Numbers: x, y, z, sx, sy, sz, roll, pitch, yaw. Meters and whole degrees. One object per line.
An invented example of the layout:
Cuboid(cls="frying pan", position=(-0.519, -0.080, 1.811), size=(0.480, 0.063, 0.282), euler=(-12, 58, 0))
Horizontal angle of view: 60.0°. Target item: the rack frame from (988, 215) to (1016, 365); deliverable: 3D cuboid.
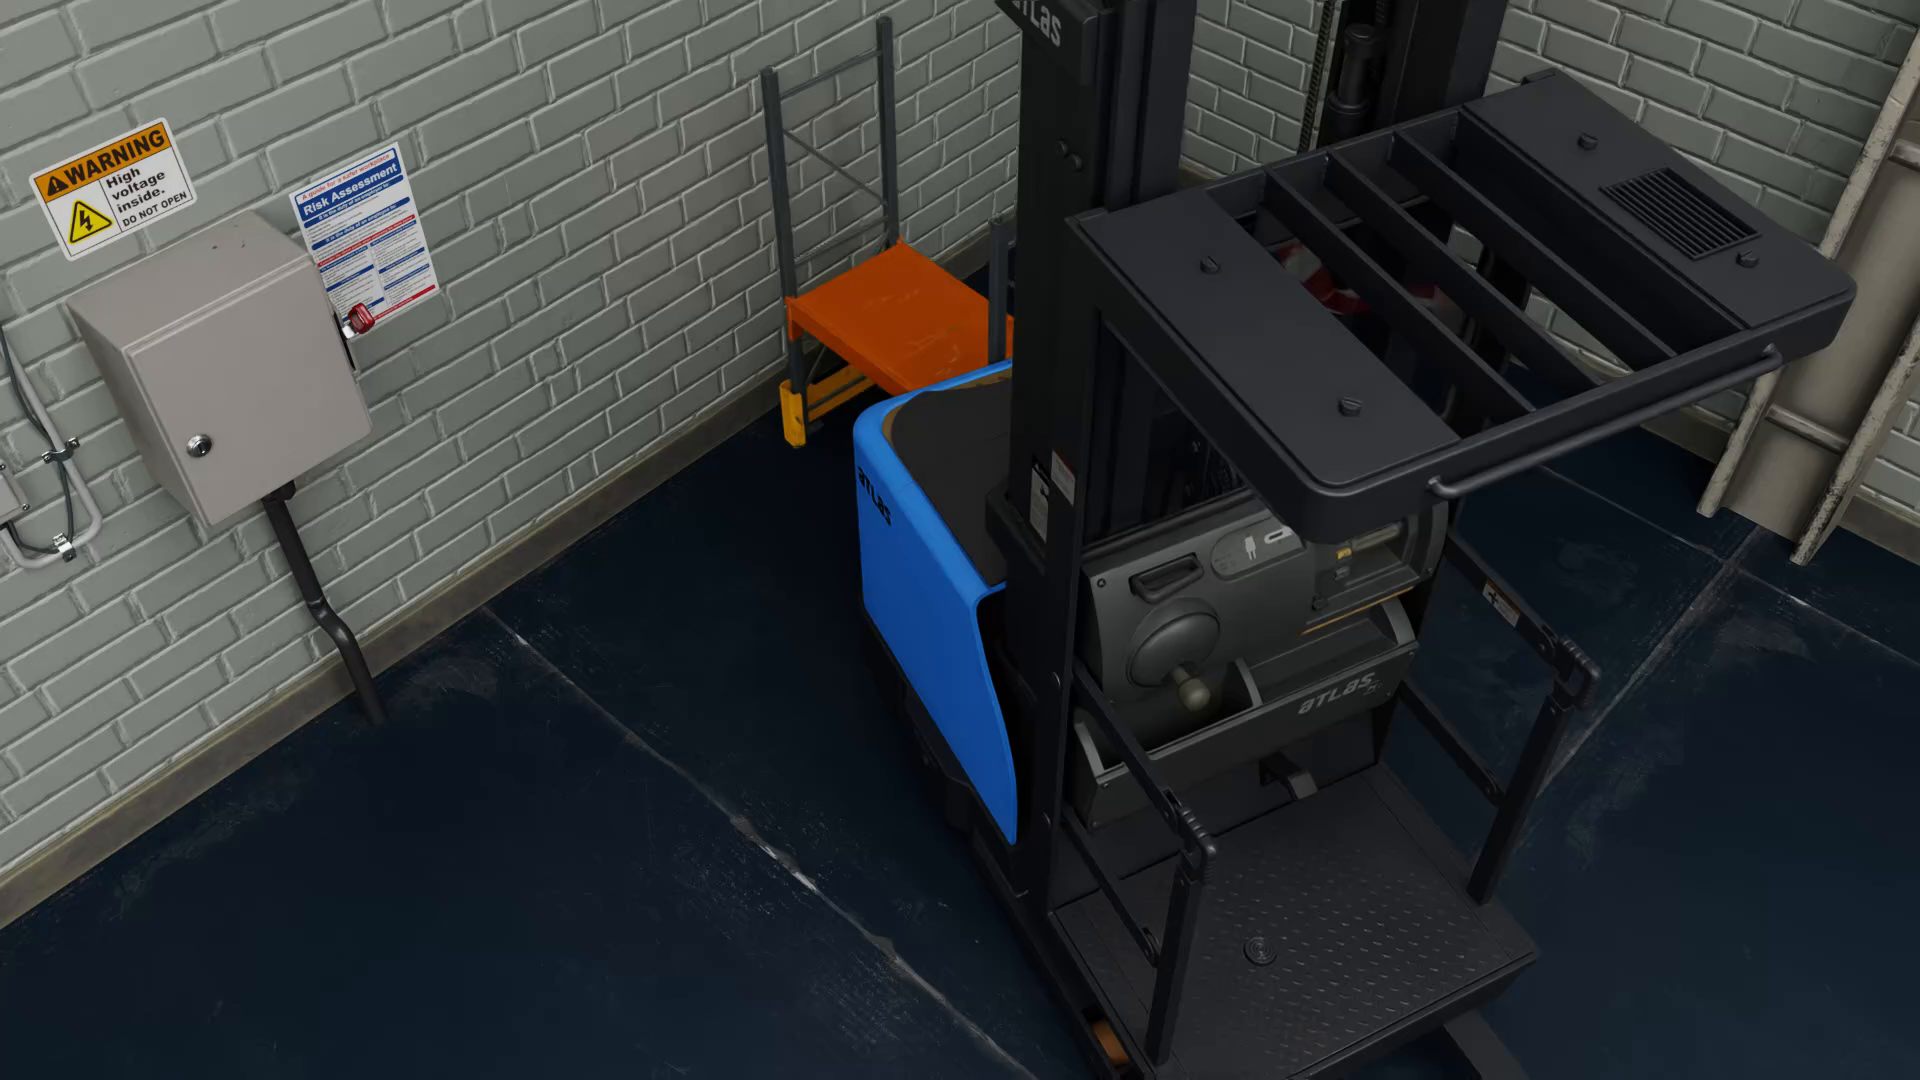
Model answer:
Cuboid(cls="rack frame", position=(0.276, -0.465, 5.158), size=(0.500, 1.500, 0.032), euler=(-34, 55, -27))

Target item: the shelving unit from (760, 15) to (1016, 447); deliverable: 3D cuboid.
Cuboid(cls="shelving unit", position=(-0.072, -0.744, 5.420), size=(0.587, 1.500, 1.083), euler=(-34, 55, -27))

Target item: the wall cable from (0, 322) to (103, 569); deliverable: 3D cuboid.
Cuboid(cls="wall cable", position=(-2.366, -0.527, 3.490), size=(0.122, 1.984, 0.588), euler=(34, 55, 28))

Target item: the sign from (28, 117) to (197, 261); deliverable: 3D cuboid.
Cuboid(cls="sign", position=(-1.978, -0.822, 3.898), size=(0.001, 0.242, 0.339), euler=(34, 55, 28))

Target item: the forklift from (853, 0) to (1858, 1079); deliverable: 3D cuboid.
Cuboid(cls="forklift", position=(0.800, 0.171, 3.579), size=(1.130, 2.935, 3.031), euler=(-20, 50, -18))

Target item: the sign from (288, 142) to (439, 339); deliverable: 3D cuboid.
Cuboid(cls="sign", position=(-1.605, -0.801, 4.510), size=(0.001, 0.494, 0.329), euler=(34, 55, 28))

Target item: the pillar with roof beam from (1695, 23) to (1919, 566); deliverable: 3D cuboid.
Cuboid(cls="pillar with roof beam", position=(-0.086, -0.862, 0.387), size=(0.400, 9.000, 9.100), euler=(34, 55, 28))

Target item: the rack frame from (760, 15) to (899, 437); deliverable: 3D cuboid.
Cuboid(cls="rack frame", position=(-0.408, -1.013, 5.673), size=(0.500, 1.500, 0.032), euler=(-34, 55, -27))

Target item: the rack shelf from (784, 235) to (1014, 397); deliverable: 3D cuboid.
Cuboid(cls="rack shelf", position=(-0.066, -0.616, 5.546), size=(0.538, 0.185, 1.000), euler=(-34, 55, -27))

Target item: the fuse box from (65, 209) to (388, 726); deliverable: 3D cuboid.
Cuboid(cls="fuse box", position=(-1.788, -0.026, 4.600), size=(0.414, 1.711, 0.539), euler=(34, 55, 28))

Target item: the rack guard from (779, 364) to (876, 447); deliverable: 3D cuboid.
Cuboid(cls="rack guard", position=(-0.408, -0.585, 6.128), size=(0.587, 0.250, 0.087), euler=(-34, 55, -27))
